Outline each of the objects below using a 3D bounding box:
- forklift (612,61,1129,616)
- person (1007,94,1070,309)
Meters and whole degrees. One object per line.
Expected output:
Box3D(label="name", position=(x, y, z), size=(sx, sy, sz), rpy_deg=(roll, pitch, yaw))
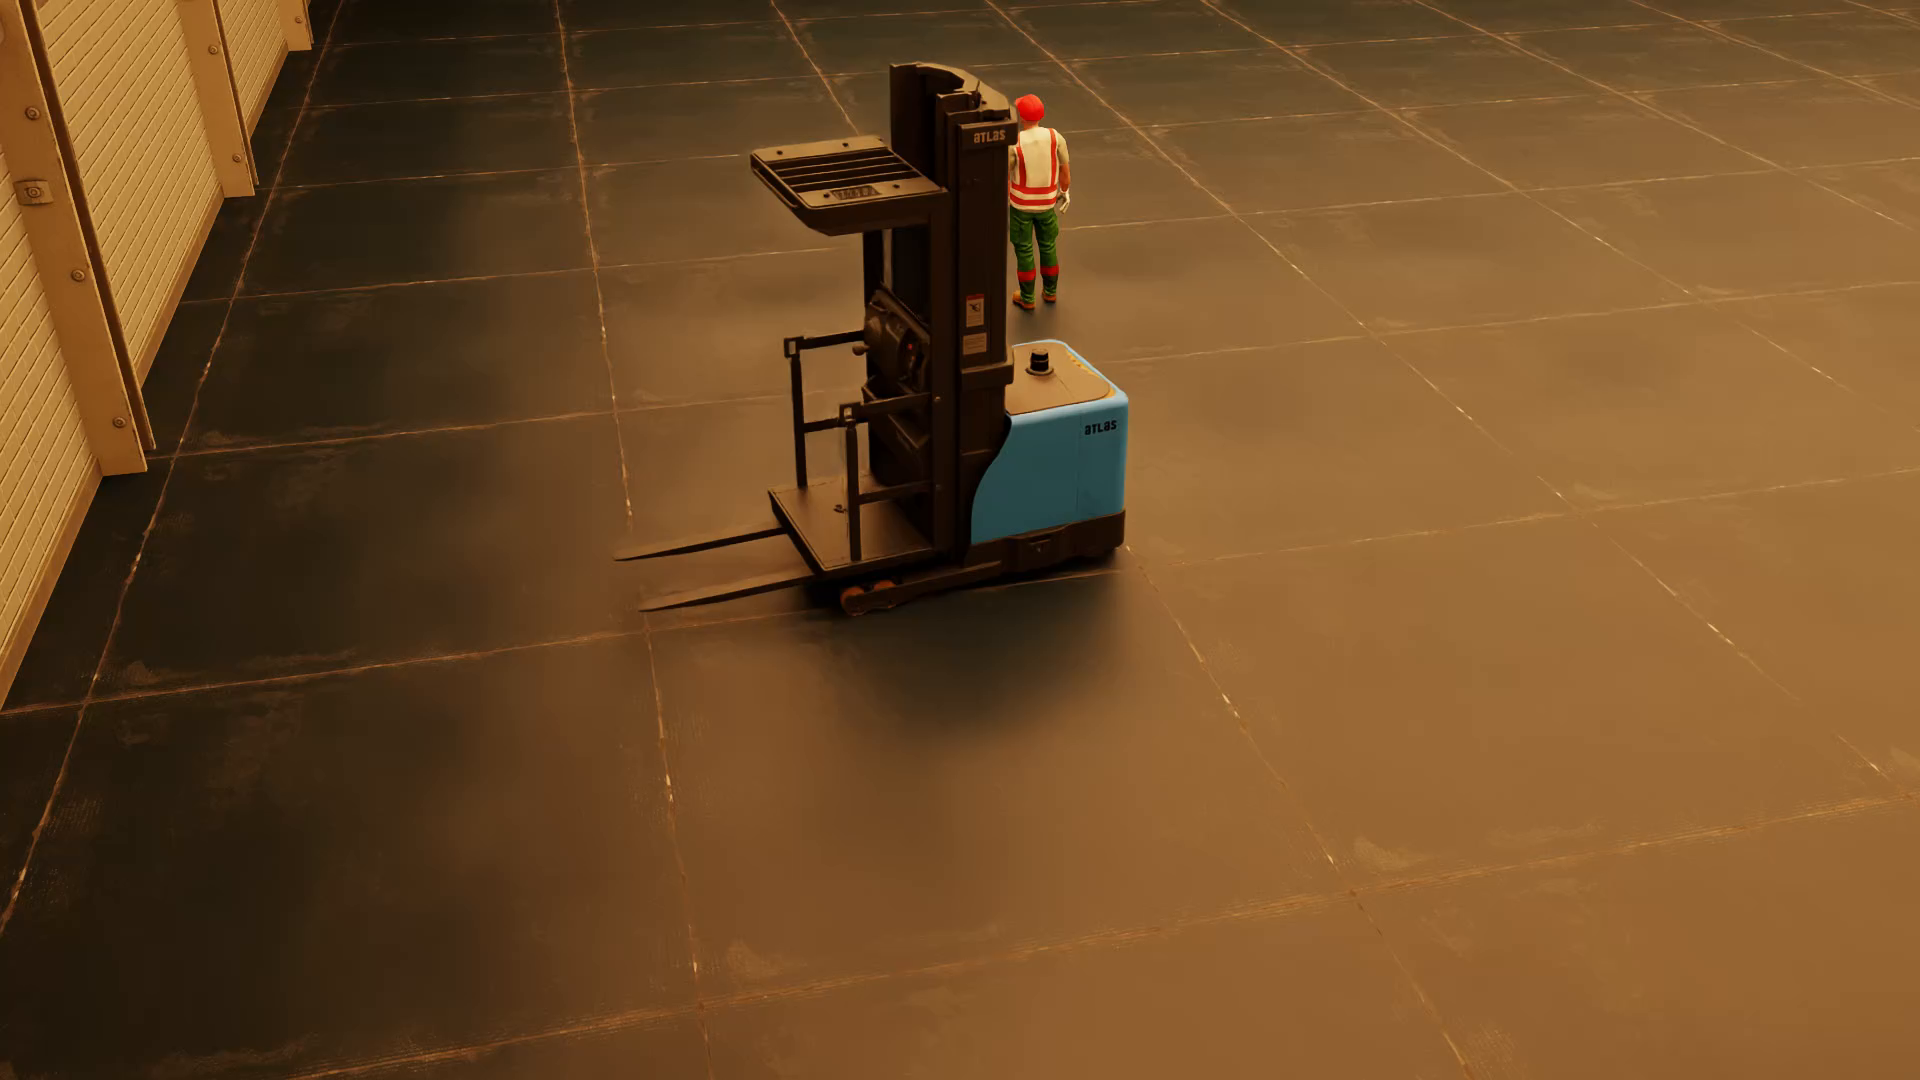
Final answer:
Box3D(label="forklift", position=(-0.550, -1.124, 9.516), size=(3.031, 2.935, 1.130), rpy_deg=(-12, 32, -20))
Box3D(label="person", position=(0.565, -2.748, 13.446), size=(0.638, 1.787, 0.564), rpy_deg=(-7, 31, -12))
